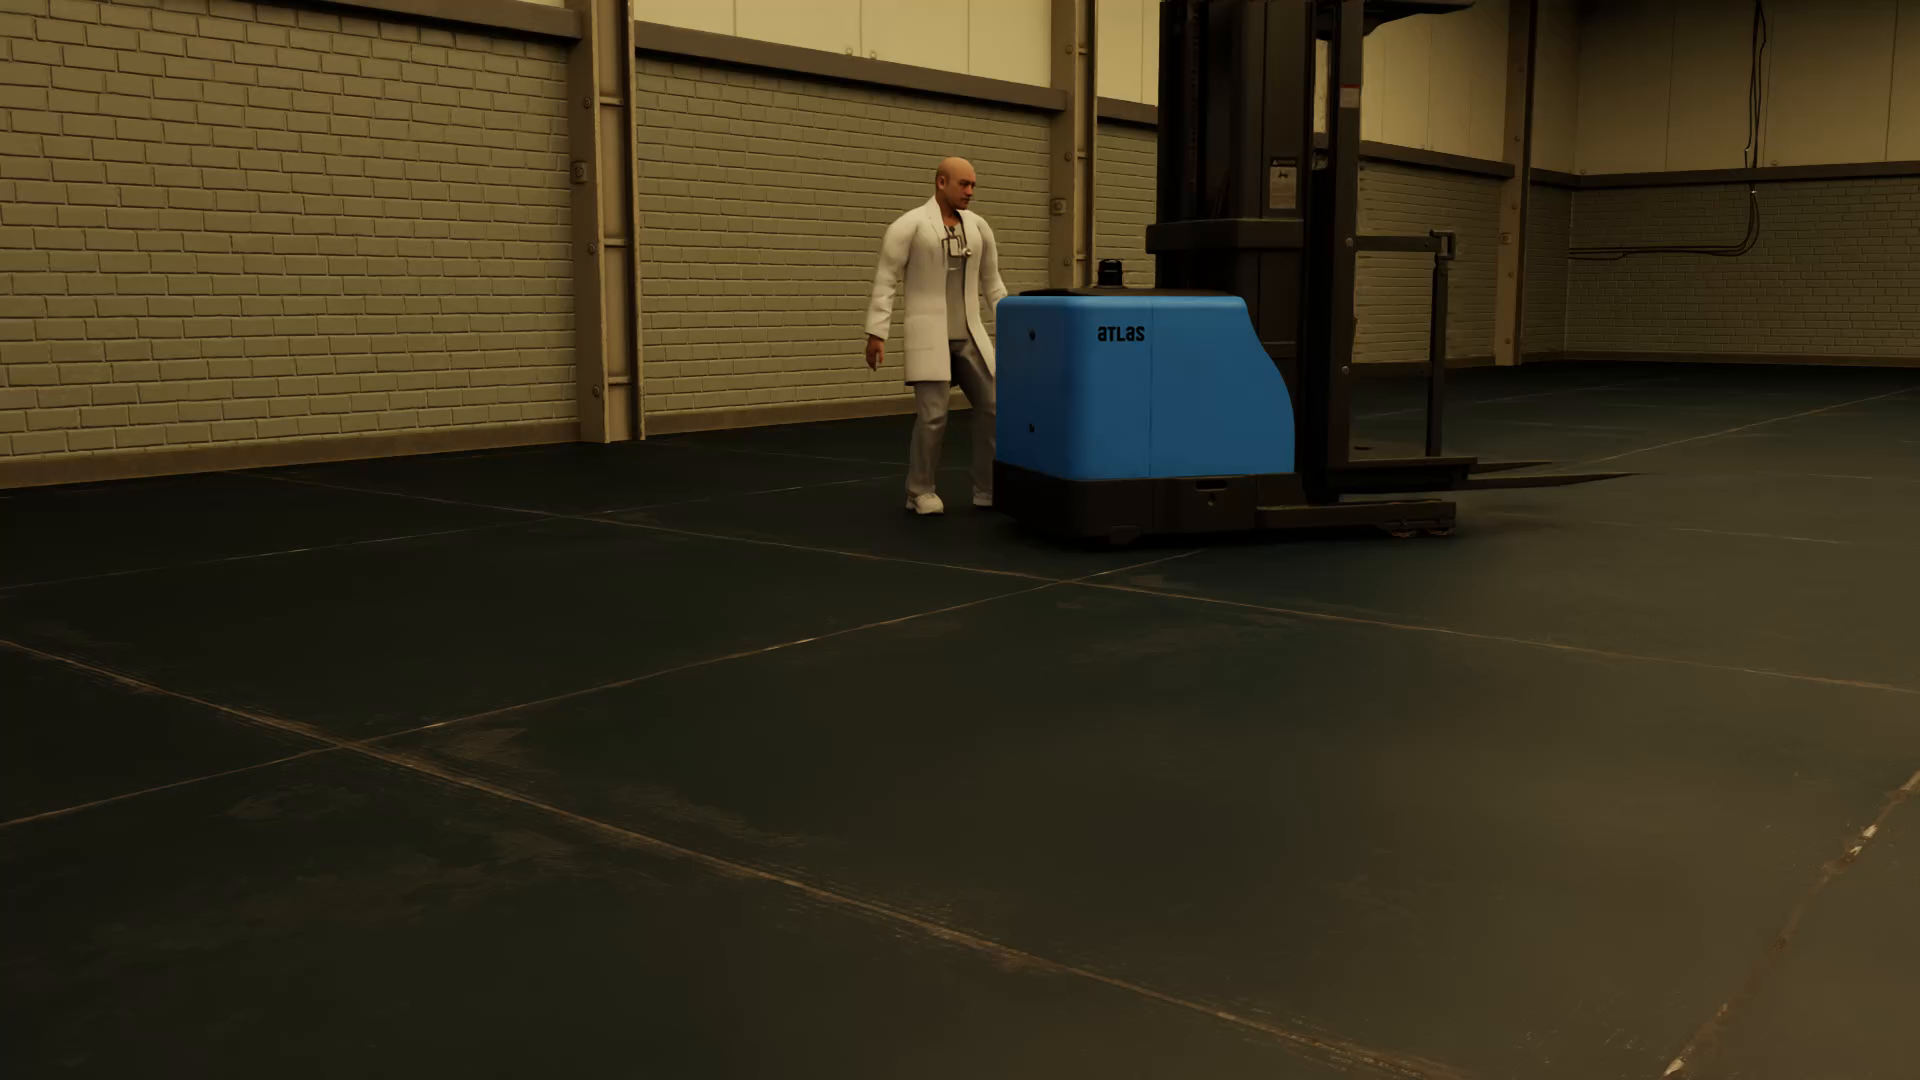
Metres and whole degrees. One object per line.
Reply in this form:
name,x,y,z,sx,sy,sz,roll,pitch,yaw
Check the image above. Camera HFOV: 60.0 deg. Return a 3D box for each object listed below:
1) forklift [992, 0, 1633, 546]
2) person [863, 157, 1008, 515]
forklift,1.728,-1.528,7.723,3.031,2.935,1.130,-3,9,-18
person,-0.050,-1.009,8.282,0.878,1.751,0.423,-5,10,-32
